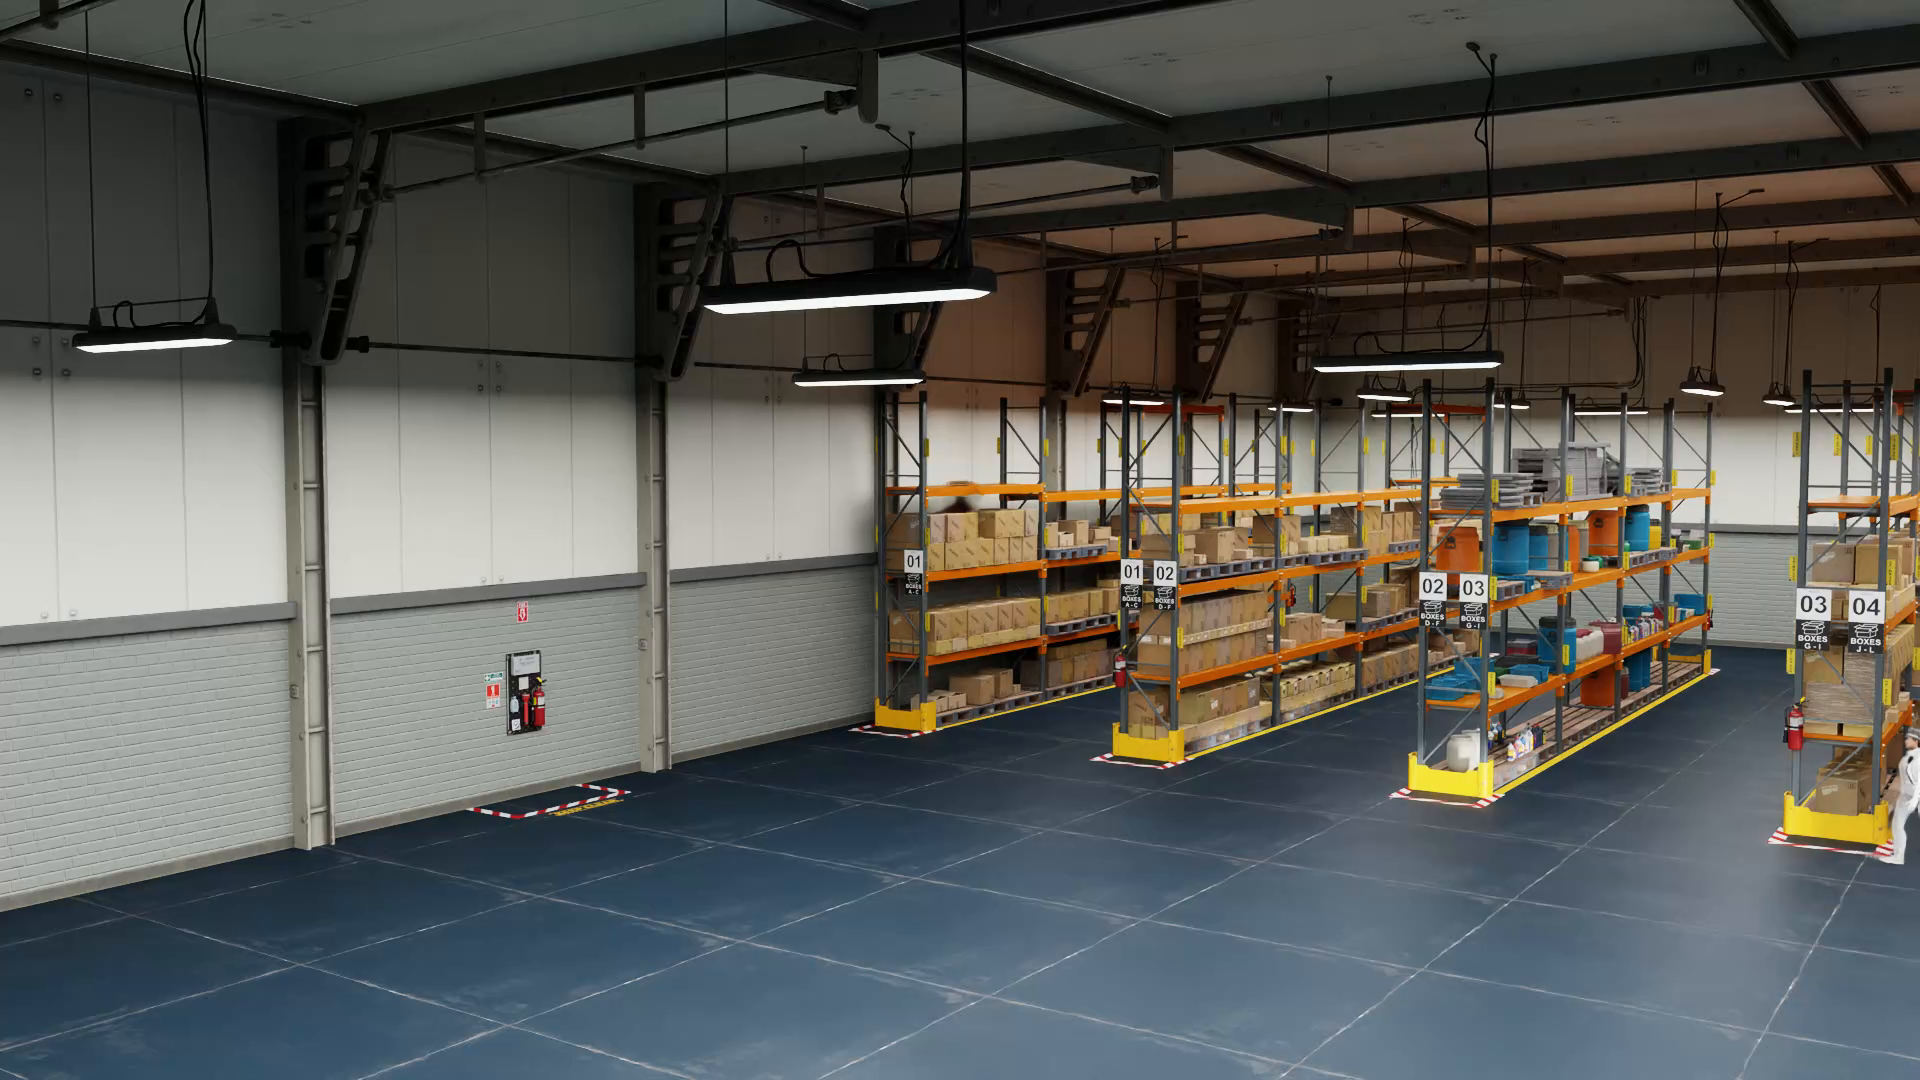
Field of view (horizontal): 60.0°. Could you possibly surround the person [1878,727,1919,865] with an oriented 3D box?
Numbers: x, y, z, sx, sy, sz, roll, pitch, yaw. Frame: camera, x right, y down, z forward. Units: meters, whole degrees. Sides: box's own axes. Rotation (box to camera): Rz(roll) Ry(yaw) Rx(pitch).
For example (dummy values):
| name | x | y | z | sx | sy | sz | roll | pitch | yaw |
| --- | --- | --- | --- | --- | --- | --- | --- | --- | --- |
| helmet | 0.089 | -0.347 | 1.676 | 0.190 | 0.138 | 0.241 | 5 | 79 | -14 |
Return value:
| name | x | y | z | sx | sy | sz | roll | pitch | yaw |
| --- | --- | --- | --- | --- | --- | --- | --- | --- | --- |
| person | 11.507 | 3.068 | 19.917 | 0.908 | 1.658 | 0.477 | -1 | 3 | -9 |
